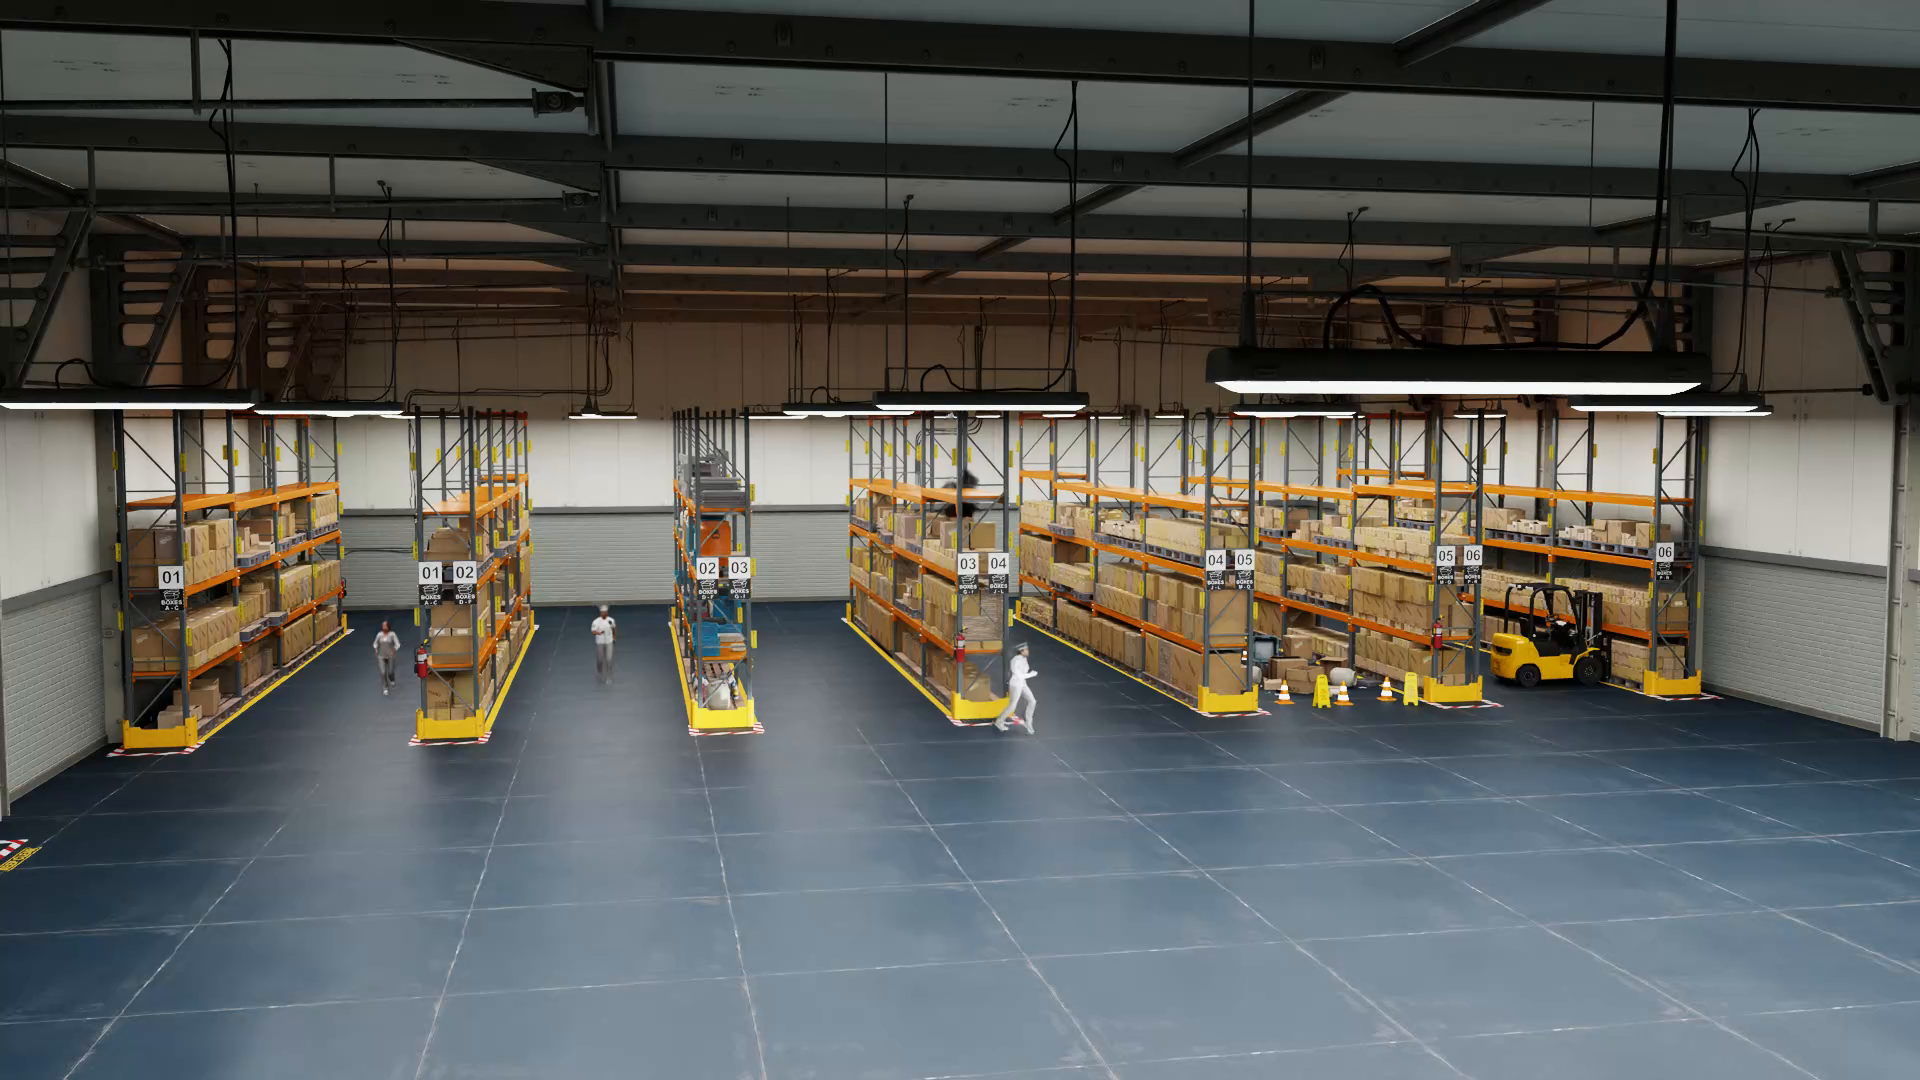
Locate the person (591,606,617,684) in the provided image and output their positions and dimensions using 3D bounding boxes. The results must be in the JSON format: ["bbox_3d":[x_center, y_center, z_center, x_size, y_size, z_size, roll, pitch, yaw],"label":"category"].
[{"bbox_3d":[-7.783,2.267,36.412,0.575,1.685,0.938,-1,4,-17],"label":"person"}]

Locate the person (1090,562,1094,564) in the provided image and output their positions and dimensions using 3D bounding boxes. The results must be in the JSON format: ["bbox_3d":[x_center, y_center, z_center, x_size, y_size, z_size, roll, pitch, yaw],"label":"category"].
[{"bbox_3d":[3.778,1.450,48.094,0.714,1.742,0.656,-1,4,-11],"label":"person"}]

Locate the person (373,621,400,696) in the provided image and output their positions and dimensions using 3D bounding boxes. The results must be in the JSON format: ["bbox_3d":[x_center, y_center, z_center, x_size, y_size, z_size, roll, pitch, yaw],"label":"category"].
[{"bbox_3d":[-12.037,2.468,34.883,0.535,1.548,0.567,-1,4,-10],"label":"person"}]

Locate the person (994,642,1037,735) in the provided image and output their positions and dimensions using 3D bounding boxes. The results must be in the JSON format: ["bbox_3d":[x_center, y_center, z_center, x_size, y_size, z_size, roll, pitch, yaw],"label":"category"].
[{"bbox_3d":[1.029,2.719,30.508,0.825,1.724,0.638,1,4,16],"label":"person"}]
